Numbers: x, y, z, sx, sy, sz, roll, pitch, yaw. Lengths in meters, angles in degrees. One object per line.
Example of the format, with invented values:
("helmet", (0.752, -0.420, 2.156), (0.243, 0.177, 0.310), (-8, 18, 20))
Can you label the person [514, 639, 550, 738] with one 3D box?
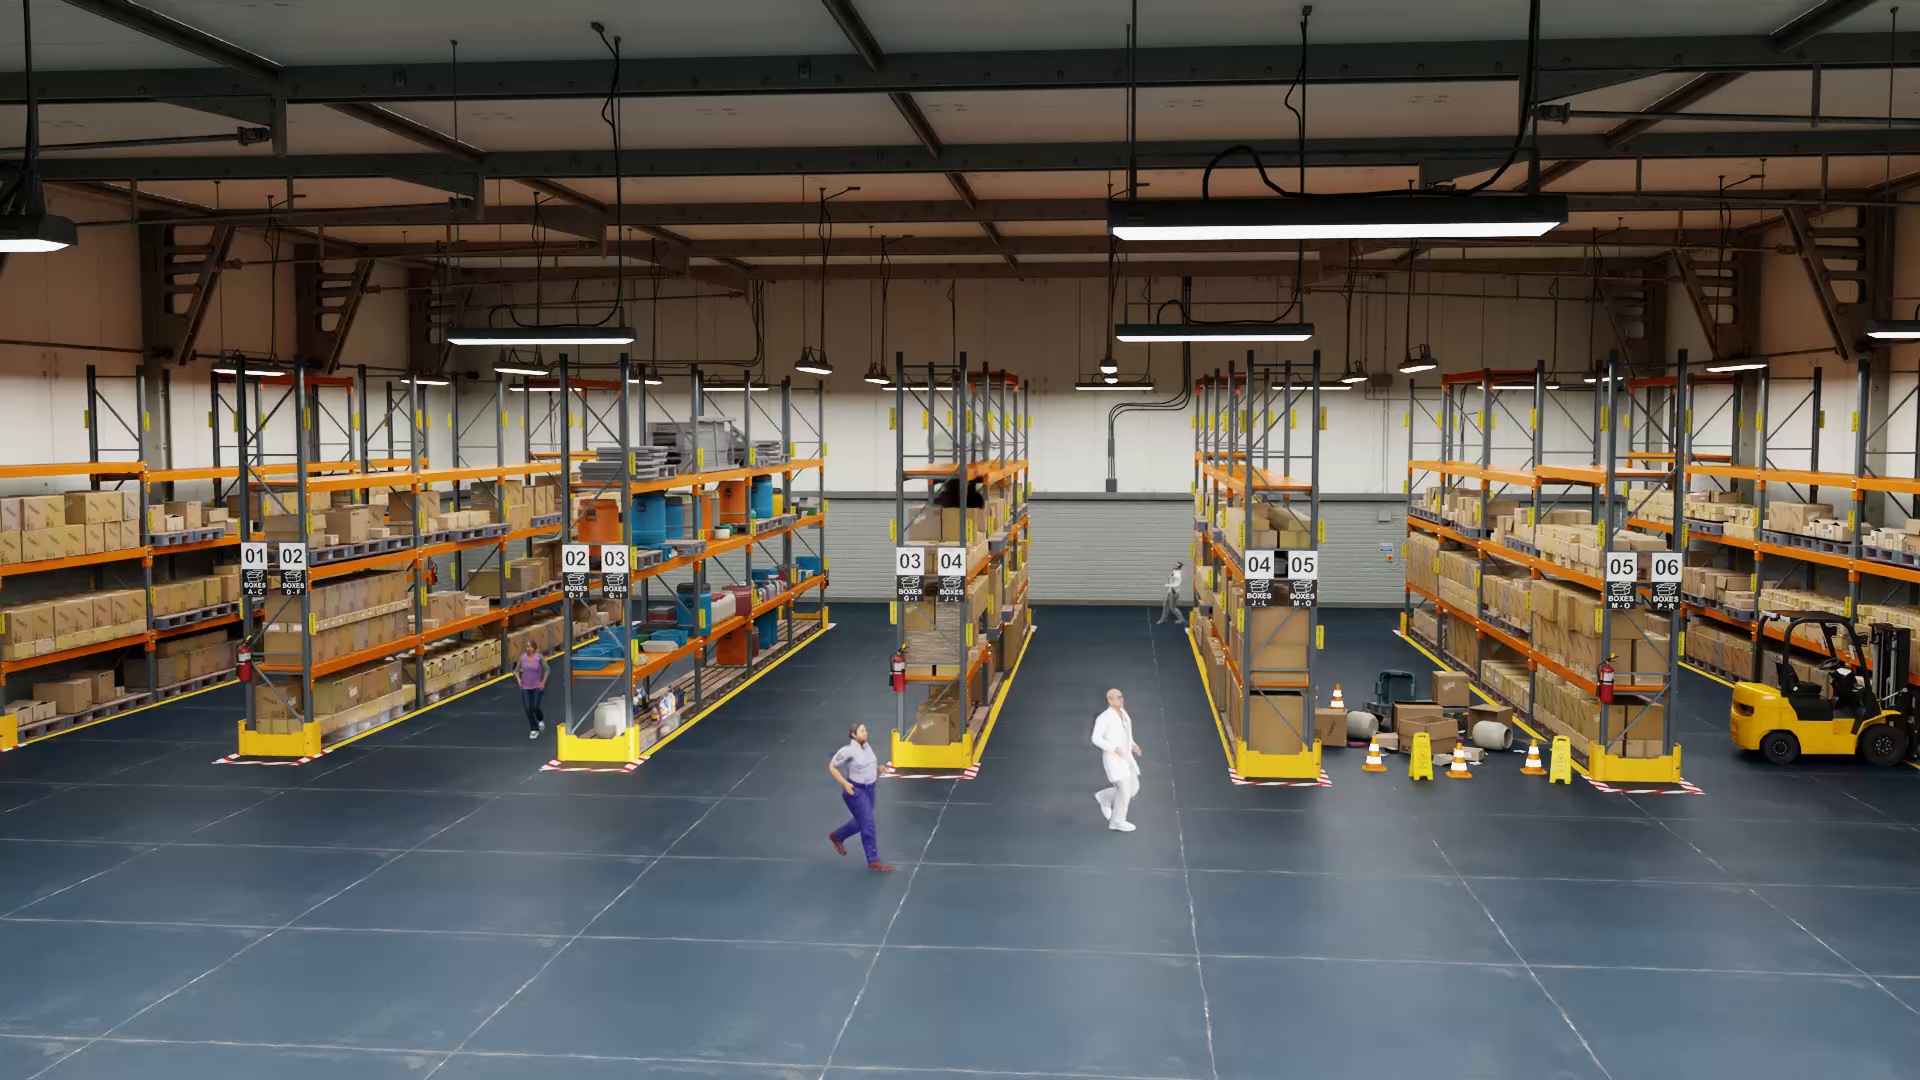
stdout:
("person", (-6.792, 2.360, 26.327), (0.543, 1.553, 0.530), (0, 4, 0))

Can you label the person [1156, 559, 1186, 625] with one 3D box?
("person", (5.171, 1.293, 40.752), (0.711, 1.664, 0.728), (0, 4, 5))

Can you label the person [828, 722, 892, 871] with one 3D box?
("person", (-1.123, 2.852, 18.663), (0.892, 1.608, 0.613), (2, 5, 30))

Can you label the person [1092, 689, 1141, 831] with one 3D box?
("person", (1.903, 2.686, 20.404), (0.654, 1.724, 0.707), (3, 5, 40))
